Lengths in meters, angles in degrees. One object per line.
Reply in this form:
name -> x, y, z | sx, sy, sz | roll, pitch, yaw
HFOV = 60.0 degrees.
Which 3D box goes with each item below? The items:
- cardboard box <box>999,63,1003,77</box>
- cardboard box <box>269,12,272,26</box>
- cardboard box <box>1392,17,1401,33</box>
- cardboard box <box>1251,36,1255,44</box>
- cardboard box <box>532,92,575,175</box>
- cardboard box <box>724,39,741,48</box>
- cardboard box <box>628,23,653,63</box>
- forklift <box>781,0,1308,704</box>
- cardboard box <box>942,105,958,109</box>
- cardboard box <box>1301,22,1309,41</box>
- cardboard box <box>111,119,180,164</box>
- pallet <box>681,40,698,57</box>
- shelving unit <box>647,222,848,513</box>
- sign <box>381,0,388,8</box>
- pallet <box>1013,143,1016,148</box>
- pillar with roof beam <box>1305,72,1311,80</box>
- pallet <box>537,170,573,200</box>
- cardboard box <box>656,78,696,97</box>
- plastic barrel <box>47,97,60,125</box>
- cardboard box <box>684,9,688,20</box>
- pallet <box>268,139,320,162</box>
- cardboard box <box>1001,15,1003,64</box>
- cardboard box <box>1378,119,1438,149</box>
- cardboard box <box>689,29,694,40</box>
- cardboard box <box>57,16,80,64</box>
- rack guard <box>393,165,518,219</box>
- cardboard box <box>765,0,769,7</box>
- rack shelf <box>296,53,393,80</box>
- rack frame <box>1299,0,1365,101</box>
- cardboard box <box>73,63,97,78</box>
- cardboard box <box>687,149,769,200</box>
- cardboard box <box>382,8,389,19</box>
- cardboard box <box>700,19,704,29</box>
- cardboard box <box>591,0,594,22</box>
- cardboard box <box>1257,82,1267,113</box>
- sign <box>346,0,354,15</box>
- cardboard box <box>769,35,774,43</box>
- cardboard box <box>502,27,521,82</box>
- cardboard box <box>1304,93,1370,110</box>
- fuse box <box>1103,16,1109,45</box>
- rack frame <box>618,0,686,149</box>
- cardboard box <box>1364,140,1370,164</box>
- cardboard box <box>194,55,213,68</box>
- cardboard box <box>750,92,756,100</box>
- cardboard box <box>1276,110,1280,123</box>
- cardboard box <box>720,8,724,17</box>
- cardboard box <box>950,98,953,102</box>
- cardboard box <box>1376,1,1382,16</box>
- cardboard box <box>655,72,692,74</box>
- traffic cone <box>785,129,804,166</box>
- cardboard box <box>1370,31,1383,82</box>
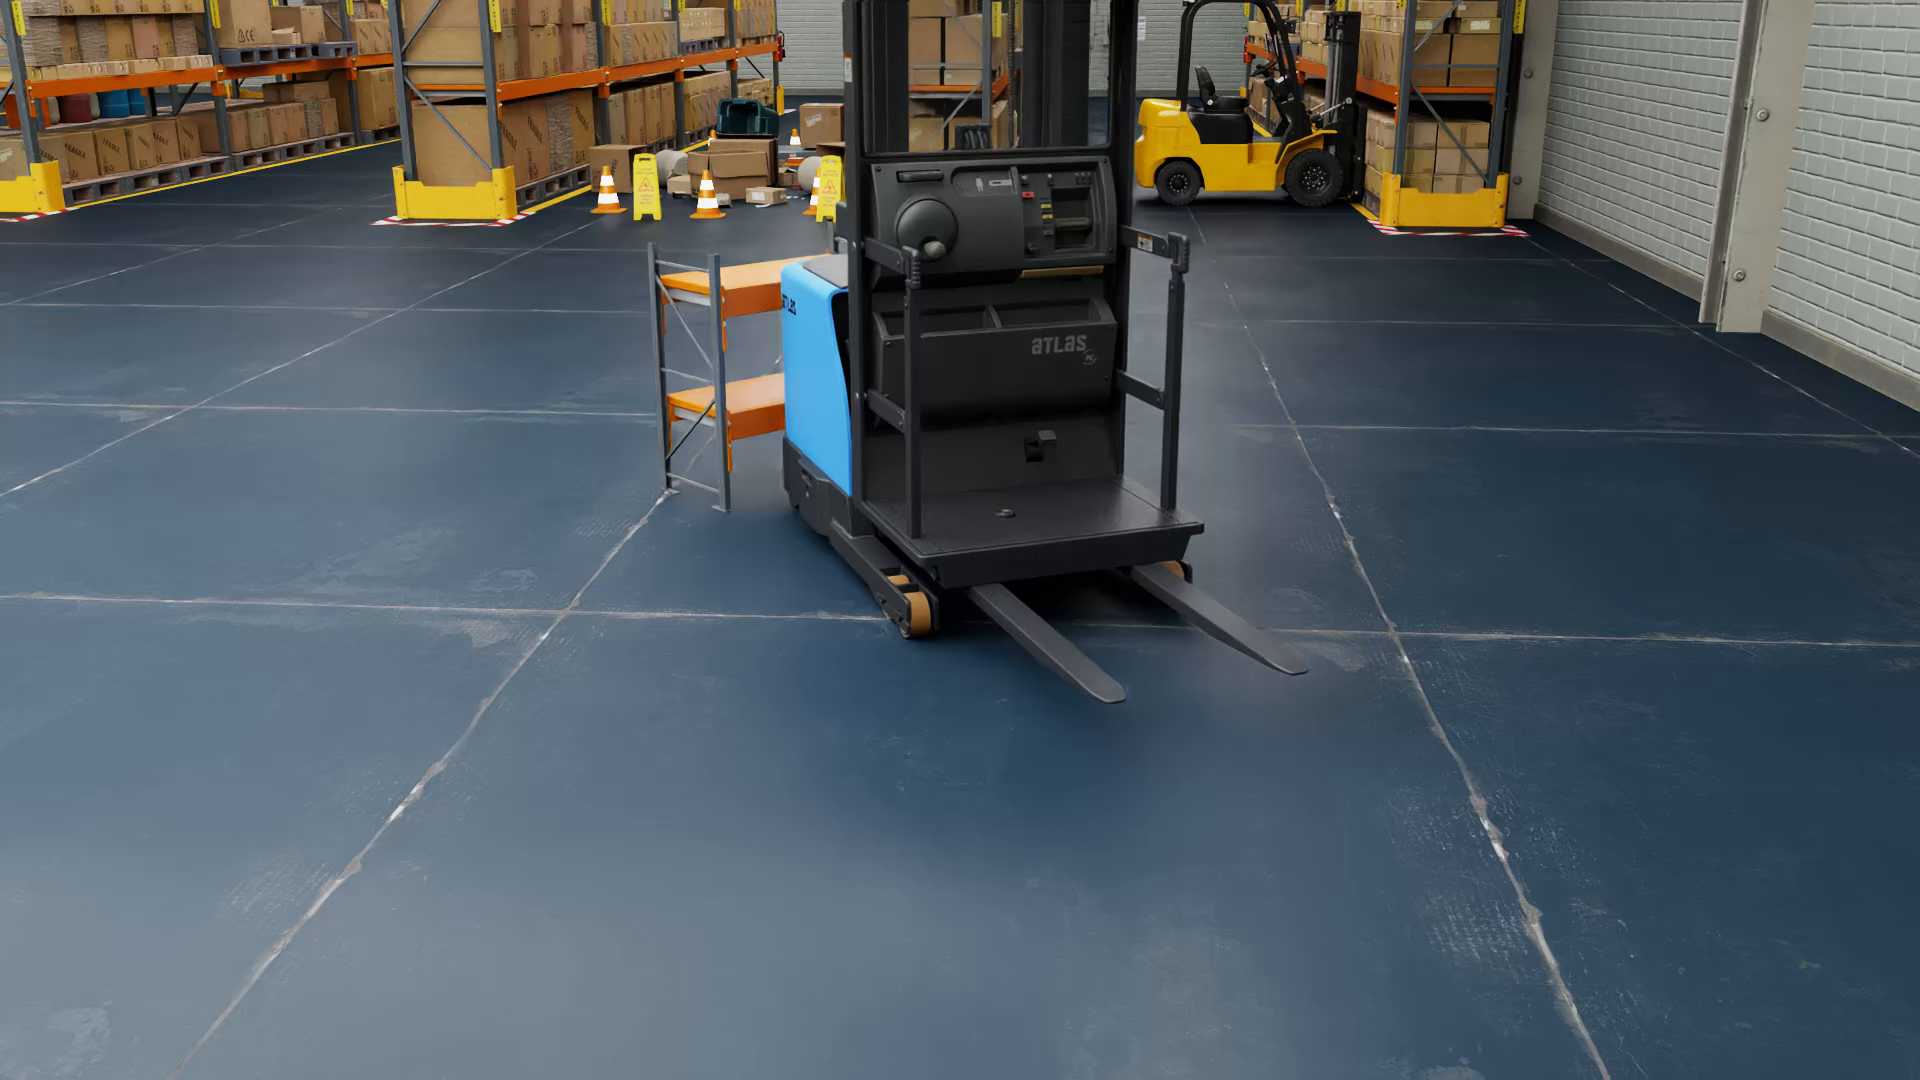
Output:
cardboard box -> 0.275, -5.203, 18.389 | 0.380, 0.149, 0.250 | 1, 18, 4
cardboard box -> -9.758, -6.915, 22.369 | 0.797, 0.503, 0.637 | 3, 18, 10
cardboard box -> 4.493, -5.102, 16.475 | 0.380, 0.149, 0.250 | 2, 18, 5
cardboard box -> 5.609, -9.307, 30.911 | 0.380, 0.149, 0.250 | 1, 18, 3
cardboard box -> -5.026, -4.700, 19.187 | 0.875, 0.875, 0.875 | 1, 18, 4
cardboard box -> -3.930, -8.430, 28.235 | 0.380, 0.149, 0.250 | 2, 18, 6
cardboard box -> -4.434, -6.658, 22.265 | 0.500, 0.500, 0.500 | 2, 18, 5
forklift -> 0.209, -1.191, 5.852 | 1.130, 2.935, 3.031 | -7, 19, -19
cardboard box -> -0.283, -4.649, 18.831 | 0.500, 0.500, 0.500 | 2, 18, 7
cardboard box -> 5.032, -7.072, 23.126 | 0.500, 0.250, 0.500 | 1, 18, 4
cardboard box -> -9.892, -4.836, 20.205 | 0.500, 0.500, 0.500 | 7, 20, 21
pallet -> -4.619, -7.359, 24.871 | 1.213, 0.211, 1.003 | 1, 18, 4
shelving unit -> -0.819, -0.822, 7.624 | 1.048, 1.125, 0.538 | -16, 24, -41
sign -> -5.677, -5.421, 16.409 | 0.100, 0.325, 0.005 | 1, 18, 4
pallet -> 0.233, -5.201, 22.457 | 1.003, 0.211, 1.213 | 1, 18, 4
pillar with roof beam -> 2.704, -13.286, 33.019 | 9.100, 9.000, 0.400 | 1, 18, 4
pallet -> -5.068, -4.044, 18.926 | 1.003, 0.211, 1.213 | 1, 18, 4
cardboard box -> -4.273, -6.803, 25.003 | 0.500, 0.250, 0.500 | 0, 18, 1
plastic barrel -> -14.474, -6.826, 26.258 | 0.421, 0.512, 0.421 | 0, 18, 0
cardboard box -> -4.298, -7.888, 24.952 | 0.380, 0.149, 0.250 | 1, 18, 4
pallet -> -9.651, -5.422, 23.133 | 1.003, 0.211, 1.213 | 1, 18, 4
cardboard box -> 0.216, -5.469, 18.159 | 0.500, 0.500, 0.500 | 1, 18, 3
cardboard box -> 4.481, -4.071, 16.665 | 0.500, 0.250, 0.500 | 2, 18, 6
cardboard box -> -4.274, -7.692, 25.309 | 0.380, 0.149, 0.250 | 2, 18, 6
cardboard box -> -10.094, -5.401, 17.949 | 0.875, 0.500, 0.500 | 1, 18, 4
rack guard -> -5.139, -3.546, 16.942 | 1.175, 0.500, 0.348 | 1, 18, 4
cardboard box -> -3.811, -10.070, 30.593 | 0.500, 0.500, 0.500 | 1, 18, 2
rack shelf -> -9.360, -7.647, 26.600 | 1.077, 0.370, 4.000 | 1, 18, 4
rack frame -> 5.332, -7.037, 23.582 | 1.000, 3.000, 0.127 | 1, 18, 4
cardboard box -> -9.727, -5.157, 18.249 | 0.380, 0.149, 0.250 | 1, 18, 4
cardboard box -> -2.592, -4.078, 18.560 | 0.797, 0.503, 0.637 | -13, 22, -34
cardboard box -> -9.344, -8.530, 26.366 | 0.797, 0.503, 0.637 | 2, 18, 6
cardboard box -> -4.222, -8.077, 26.007 | 0.380, 0.149, 0.250 | 2, 18, 6
cardboard box -> -4.820, -6.661, 20.667 | 0.700, 0.500, 0.500 | 1, 18, 3
cardboard box -> 5.593, -7.759, 29.124 | 0.700, 0.500, 0.500 | 1, 18, 2
sign -> -8.961, -7.872, 24.396 | 0.100, 0.325, 0.005 | 1, 18, 4
cardboard box -> -3.731, -9.484, 31.452 | 0.380, 0.149, 0.250 | 1, 18, 4
cardboard box -> -5.138, -5.100, 17.430 | 0.875, 0.550, 0.550 | 1, 18, 4
cardboard box -> 5.274, -5.915, 23.297 | 0.875, 0.625, 0.625 | 2, 18, 6
fuse box -> 3.420, -10.679, 36.765 | 0.539, 1.711, 0.414 | 1, 18, 4
rack frame -> -4.563, -7.226, 24.159 | 1.000, 3.000, 0.127 | 1, 18, 4
cardboard box -> 4.545, -4.158, 17.733 | 0.500, 0.250, 0.500 | 1, 18, 3
cardboard box -> -9.512, -5.933, 20.616 | 0.380, 0.149, 0.250 | 1, 18, 4
cardboard box -> -3.875, -7.963, 29.833 | 0.380, 0.149, 0.250 | 1, 18, 3
cardboard box -> 5.291, -6.826, 26.276 | 0.500, 0.500, 0.500 | 1, 18, 2
cardboard box -> -4.111, -8.702, 27.437 | 0.380, 0.149, 0.250 | 2, 18, 6
cardboard box -> -0.286, -5.247, 19.615 | 0.380, 0.149, 0.250 | 2, 18, 5
cardboard box -> 4.566, -5.564, 17.407 | 0.380, 0.149, 0.250 | 2, 18, 5
cardboard box -> -4.629, -7.447, 26.970 | 0.500, 0.250, 0.500 | 2, 18, 5
traffic cone -> -2.190, -5.228, 22.134 | 0.336, 0.463, 0.334 | 1, 18, 4
cardboard box -> 4.615, -5.079, 17.445 | 0.500, 0.500, 0.500 | 1, 18, 3
